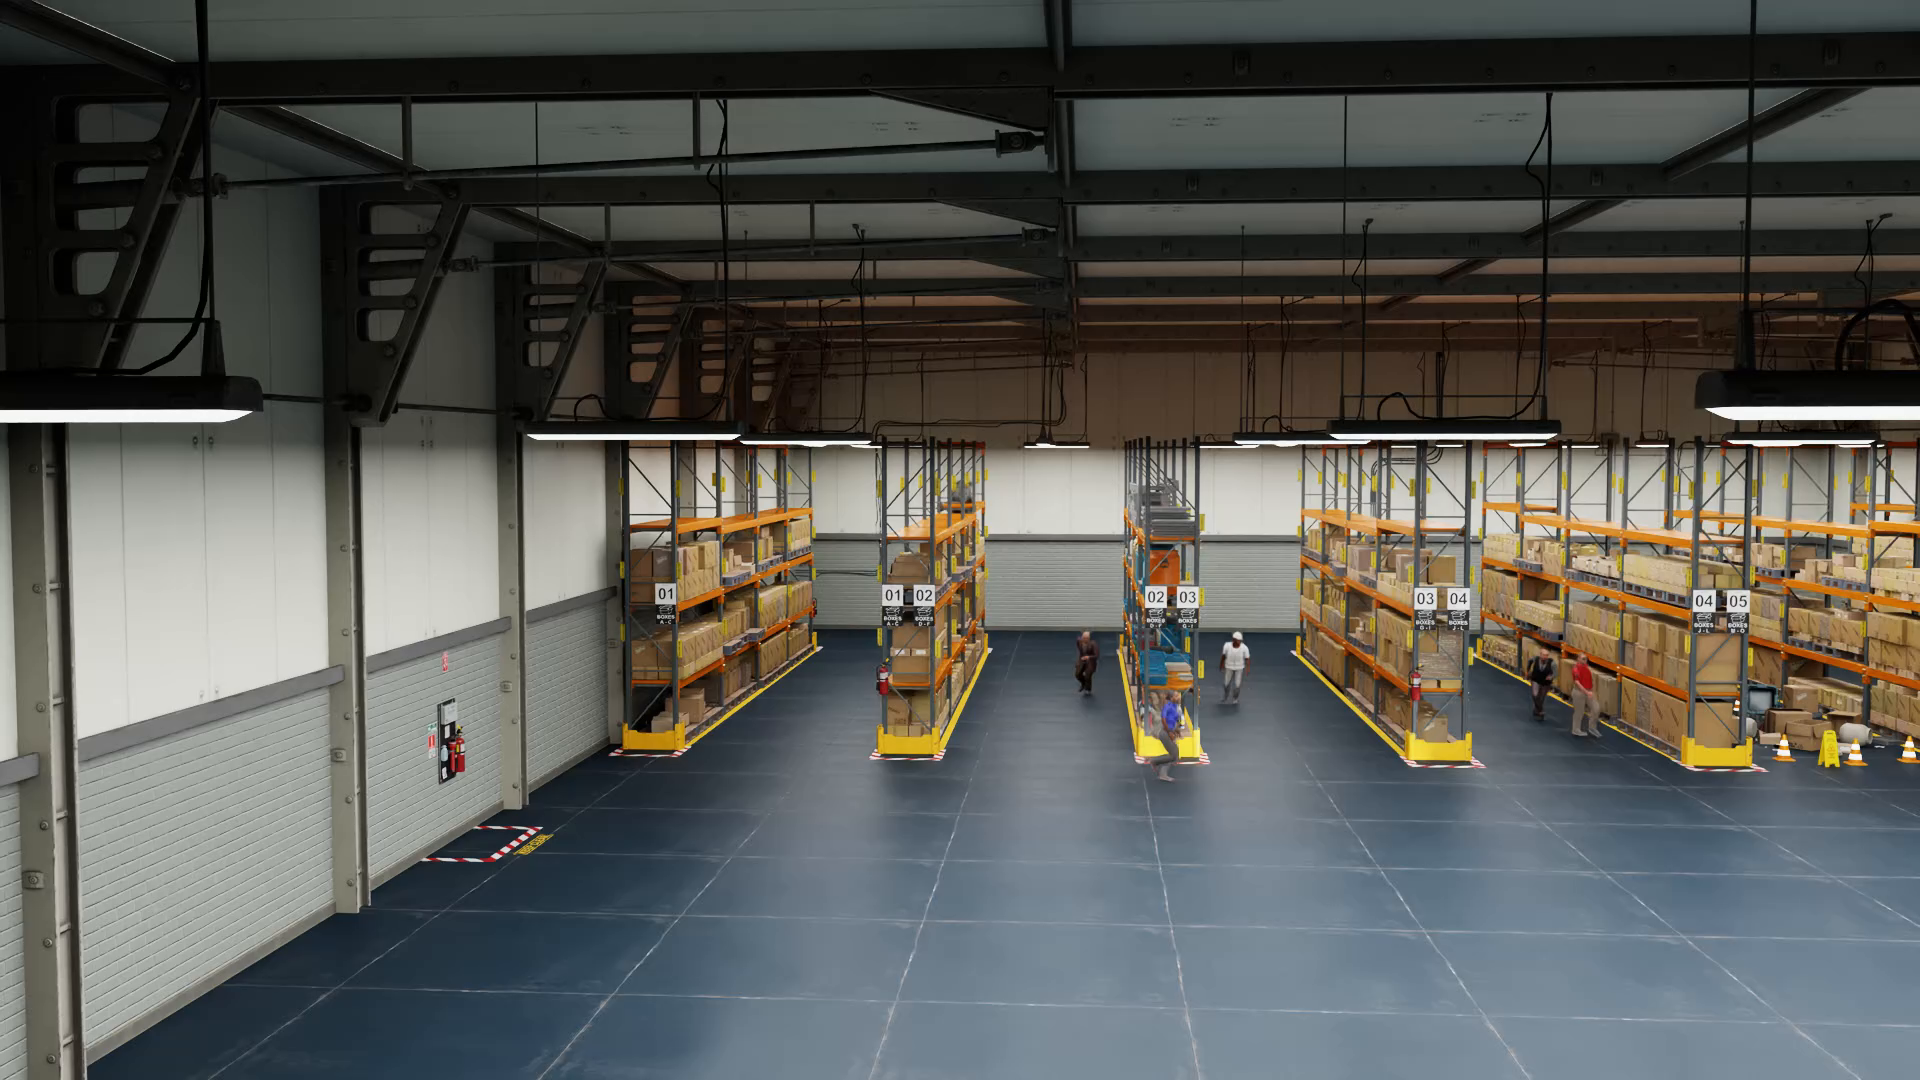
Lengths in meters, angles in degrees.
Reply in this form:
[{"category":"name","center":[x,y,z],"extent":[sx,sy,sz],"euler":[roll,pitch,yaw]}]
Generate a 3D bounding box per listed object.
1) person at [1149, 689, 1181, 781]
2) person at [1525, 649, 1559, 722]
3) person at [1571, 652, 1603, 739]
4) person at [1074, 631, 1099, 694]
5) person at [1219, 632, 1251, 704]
[{"category":"person","center":[3.553,3.387,28.910],"extent":[0.529,1.598,0.571],"euler":[1,3,22]},{"category":"person","center":[12.355,3.114,35.314],"extent":[0.657,1.393,1.101],"euler":[1,3,15]},{"category":"person","center":[12.440,3.098,33.131],"extent":[0.706,1.746,0.635],"euler":[-2,4,-32]},{"category":"person","center":[2.944,2.867,38.755],"extent":[0.735,1.542,1.058],"euler":[1,3,23]},{"category":"person","center":[6.172,2.870,37.343],"extent":[0.691,1.665,0.655],"euler":[0,3,9]}]
